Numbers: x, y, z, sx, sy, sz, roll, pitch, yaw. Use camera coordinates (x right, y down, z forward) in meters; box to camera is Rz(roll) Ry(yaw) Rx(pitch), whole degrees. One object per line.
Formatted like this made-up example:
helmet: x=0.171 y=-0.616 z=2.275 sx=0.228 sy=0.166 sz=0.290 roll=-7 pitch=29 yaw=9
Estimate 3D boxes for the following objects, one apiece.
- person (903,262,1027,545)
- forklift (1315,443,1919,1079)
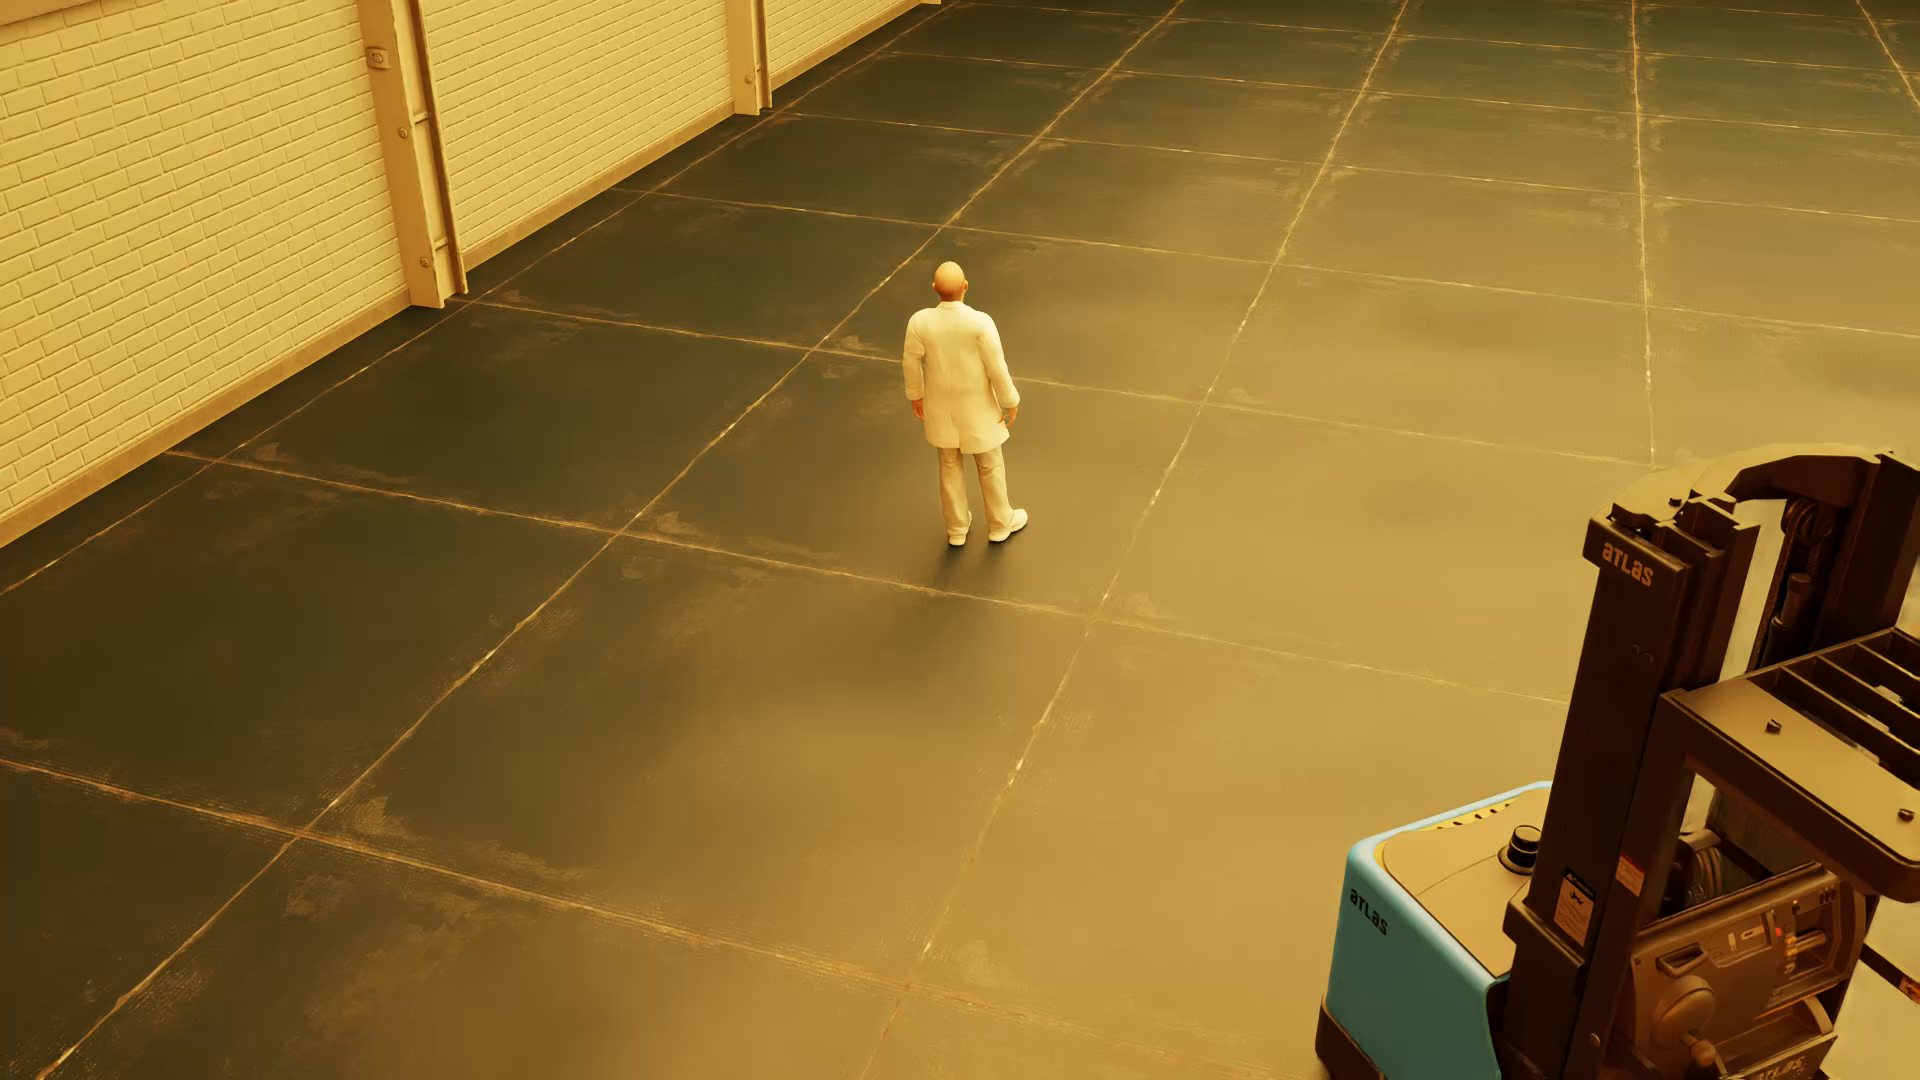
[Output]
person: x=0.033 y=-0.821 z=9.726 sx=0.698 sy=1.777 sz=0.578 roll=10 pitch=31 yaw=16
forklift: x=2.454 y=1.321 z=4.818 sx=1.130 sy=2.935 sz=3.031 roll=-13 pitch=32 yaw=-21
